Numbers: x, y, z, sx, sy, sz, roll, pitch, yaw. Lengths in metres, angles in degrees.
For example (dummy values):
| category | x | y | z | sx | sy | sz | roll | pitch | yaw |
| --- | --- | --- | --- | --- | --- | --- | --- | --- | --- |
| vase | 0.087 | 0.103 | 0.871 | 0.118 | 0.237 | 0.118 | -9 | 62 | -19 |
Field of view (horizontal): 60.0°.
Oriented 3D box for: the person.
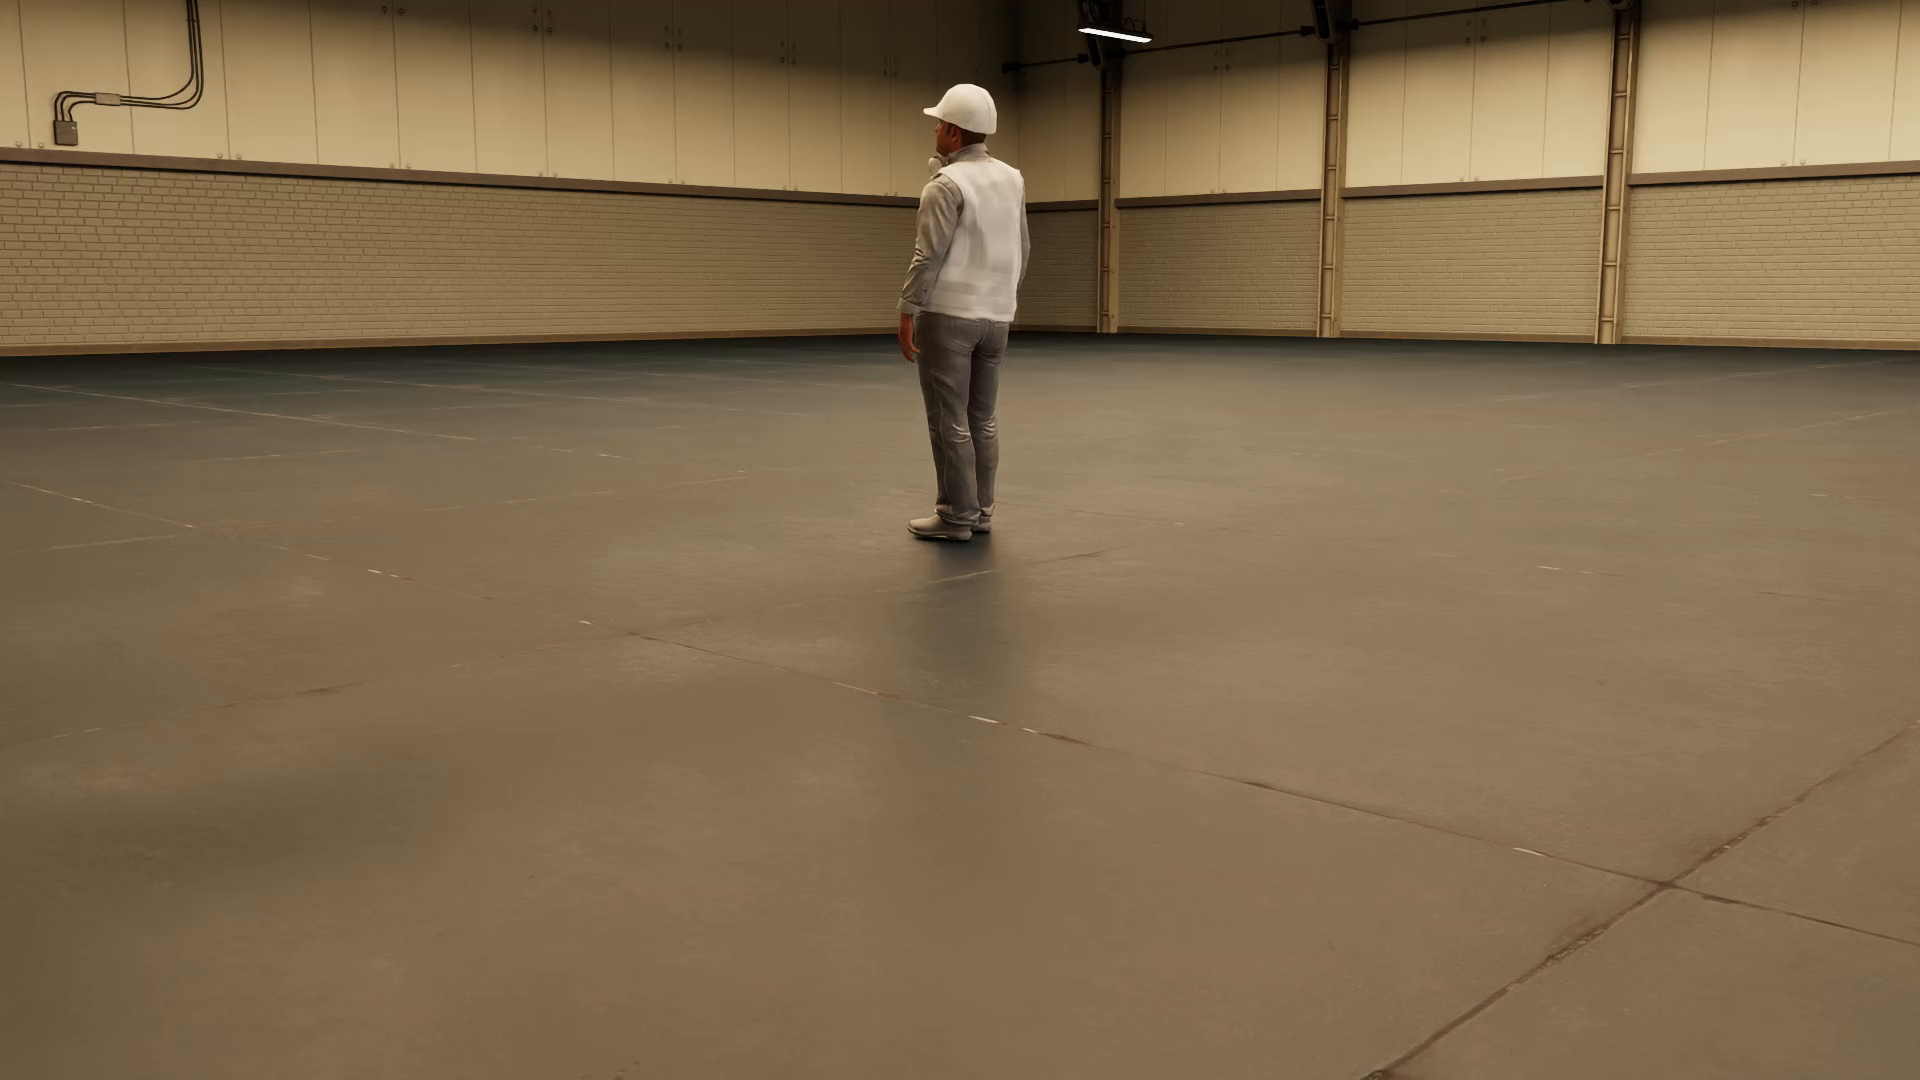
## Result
| category | x | y | z | sx | sy | sz | roll | pitch | yaw |
| --- | --- | --- | --- | --- | --- | --- | --- | --- | --- |
| person | -0.039 | -0.892 | 6.633 | 0.568 | 1.773 | 0.632 | 8 | 12 | 43 |
